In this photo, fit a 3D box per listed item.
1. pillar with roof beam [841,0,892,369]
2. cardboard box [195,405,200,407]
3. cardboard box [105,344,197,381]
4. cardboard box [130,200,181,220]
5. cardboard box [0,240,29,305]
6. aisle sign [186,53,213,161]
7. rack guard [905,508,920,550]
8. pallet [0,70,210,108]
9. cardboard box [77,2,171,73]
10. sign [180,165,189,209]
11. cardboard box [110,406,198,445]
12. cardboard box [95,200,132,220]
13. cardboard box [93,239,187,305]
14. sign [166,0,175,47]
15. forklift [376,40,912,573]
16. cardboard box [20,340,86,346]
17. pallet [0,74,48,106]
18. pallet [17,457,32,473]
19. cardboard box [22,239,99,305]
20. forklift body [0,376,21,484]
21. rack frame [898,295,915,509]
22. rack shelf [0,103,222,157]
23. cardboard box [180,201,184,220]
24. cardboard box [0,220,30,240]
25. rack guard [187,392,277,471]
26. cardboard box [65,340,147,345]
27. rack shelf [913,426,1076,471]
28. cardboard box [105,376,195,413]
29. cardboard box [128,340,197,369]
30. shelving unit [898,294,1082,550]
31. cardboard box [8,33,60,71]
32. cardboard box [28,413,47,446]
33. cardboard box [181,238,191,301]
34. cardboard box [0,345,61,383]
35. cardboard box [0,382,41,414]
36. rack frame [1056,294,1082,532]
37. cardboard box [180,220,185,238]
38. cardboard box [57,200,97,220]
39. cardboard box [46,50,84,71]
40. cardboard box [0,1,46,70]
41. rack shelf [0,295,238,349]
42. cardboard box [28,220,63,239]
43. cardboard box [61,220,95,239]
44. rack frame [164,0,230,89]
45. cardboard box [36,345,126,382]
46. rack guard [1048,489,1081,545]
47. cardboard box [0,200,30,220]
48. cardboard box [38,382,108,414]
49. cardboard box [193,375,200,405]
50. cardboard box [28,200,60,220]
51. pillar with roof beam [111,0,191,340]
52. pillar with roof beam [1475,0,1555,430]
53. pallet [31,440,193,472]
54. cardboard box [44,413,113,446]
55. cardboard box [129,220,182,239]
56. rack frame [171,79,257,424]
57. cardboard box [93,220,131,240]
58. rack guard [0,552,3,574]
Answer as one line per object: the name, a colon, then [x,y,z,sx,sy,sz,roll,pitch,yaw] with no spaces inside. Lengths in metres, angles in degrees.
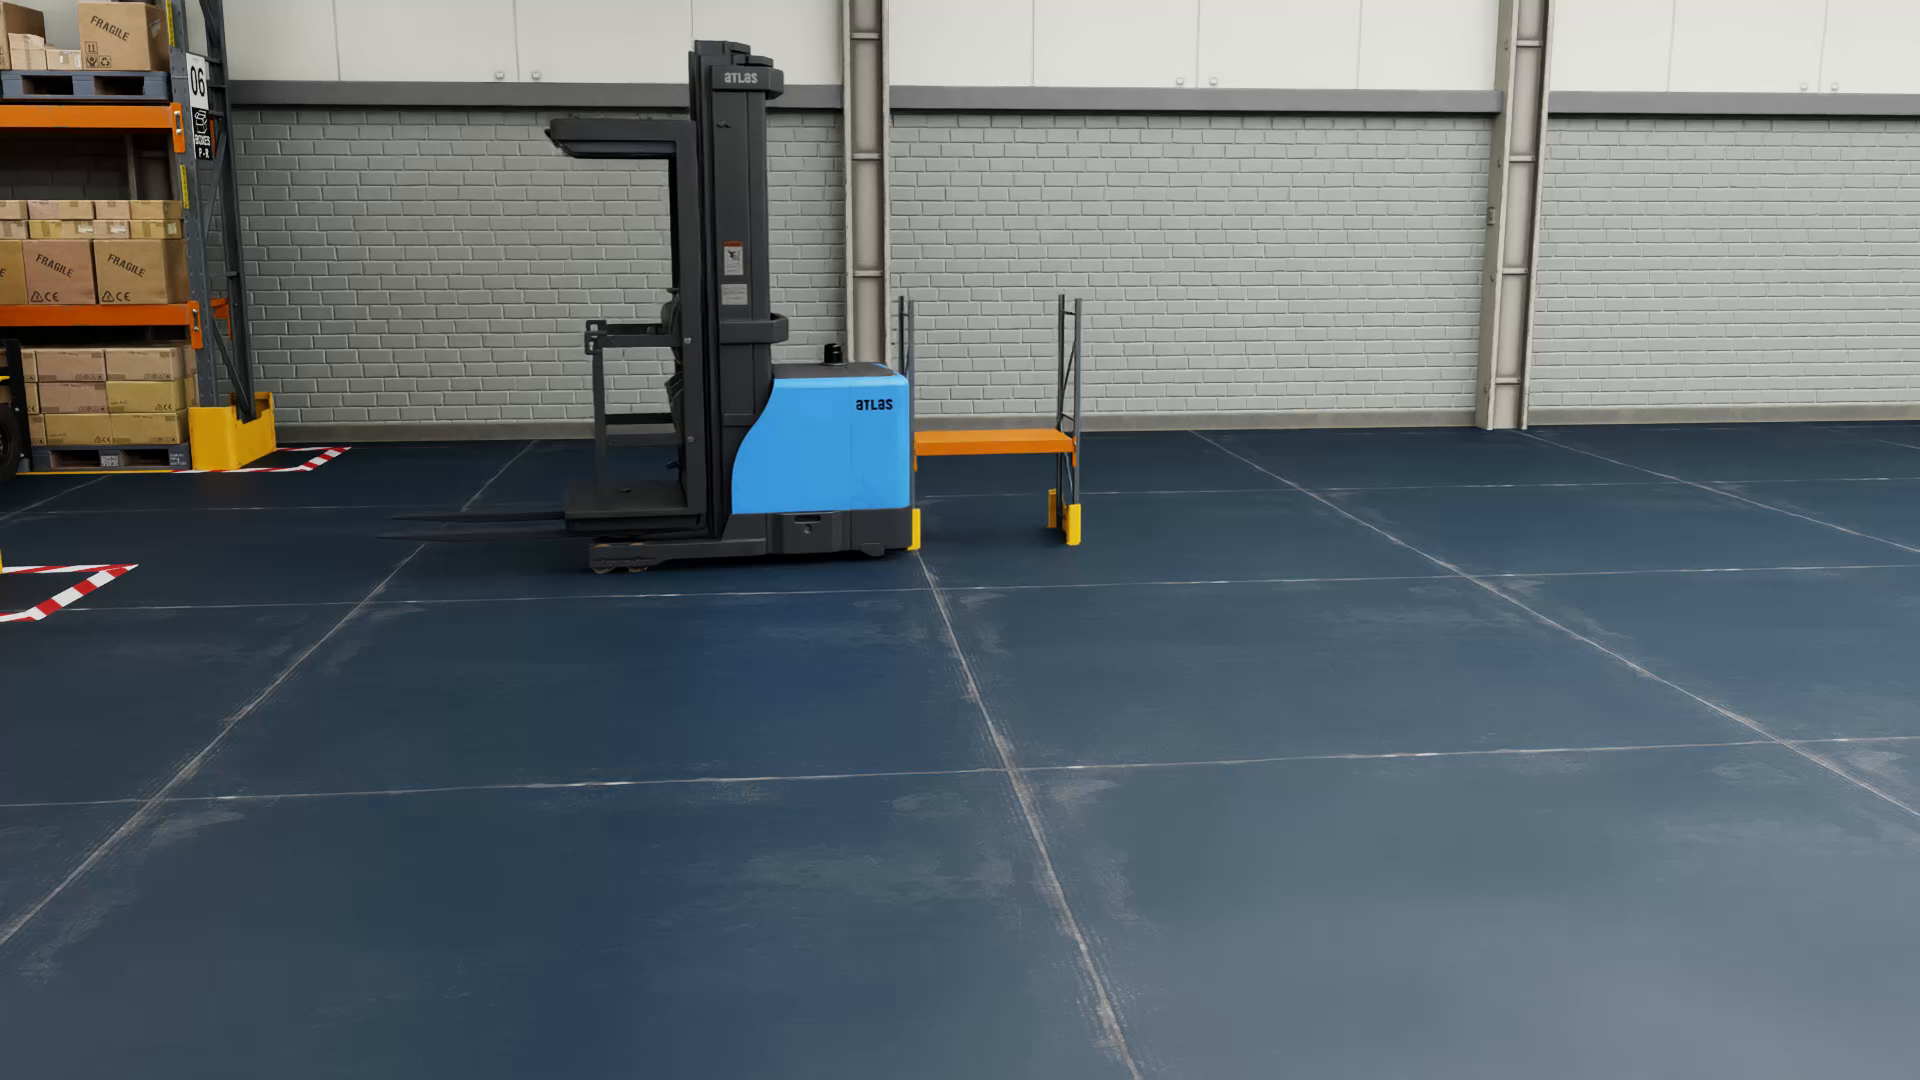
pillar with roof beam: [-0.363,-4.535,10.110,0.400,9.000,9.100,-1,11,-6]
cardboard box: [-6.512,-1.018,13.810,0.500,0.250,0.500,-1,11,-6]
cardboard box: [-6.427,-1.412,13.222,0.500,0.250,0.500,-1,11,-4]
cardboard box: [-6.336,-2.599,13.103,0.250,0.149,0.380,-1,11,-6]
cardboard box: [-7.490,-2.103,13.028,0.500,0.500,0.500,-1,11,-7]
aisle sign: [-5.906,-3.355,12.917,0.004,0.787,0.394,-1,11,-6]
rack guard: [-0.327,-0.118,10.318,0.087,0.250,0.587,-2,11,-9]
pallet: [-6.709,-3.553,13.117,1.213,0.211,1.003,-1,11,-6]
cardboard box: [-6.417,-3.854,12.813,0.500,0.500,0.500,-1,11,-4]
sign: [-5.958,-2.714,12.782,0.005,0.325,0.100,-1,11,-6]
cardboard box: [-6.436,-0.921,13.314,0.500,0.250,0.500,-1,11,-6]
cardboard box: [-6.578,-2.588,13.046,0.250,0.149,0.380,-1,11,-6]
cardboard box: [-6.464,-2.122,13.129,0.500,0.500,0.500,-1,11,-7]
sign: [-5.958,-3.897,12.549,0.005,0.325,0.100,-1,11,-6]
forklift: [-1.853,-1.360,9.687,3.031,2.935,1.130,-2,11,-12]
cardboard box: [-7.496,-1.488,13.610,0.500,0.250,0.500,-1,11,-6]
pallet: [-7.924,-3.527,12.984,1.213,0.211,1.003,-1,11,-6]
pallet: [-7.969,-0.717,13.468,1.213,0.211,1.003,-1,11,-6]
cardboard box: [-6.981,-2.113,13.083,0.500,0.500,0.500,-1,11,-4]
forklift body: [-7.691,-1.328,11.548,1.214,2.155,2.313,-1,11,-6]
rack frame: [-0.328,-0.731,10.197,0.032,1.500,0.500,-2,11,-9]
rack shelf: [-7.991,-3.211,13.015,4.000,0.370,1.077,-1,11,-6]
cardboard box: [-6.360,-2.681,13.519,0.250,0.149,0.380,-1,11,-7]
cardboard box: [-7.341,-2.418,12.951,0.250,0.149,0.380,-2,11,-8]
rack guard: [-5.979,-0.908,13.691,0.348,0.500,1.175,-1,11,-6]
cardboard box: [-6.997,-1.497,13.653,0.500,0.250,0.500,-1,11,-6]
rack shelf: [0.173,-0.570,10.313,1.000,0.185,0.538,-2,11,-9]
cardboard box: [-6.453,-1.166,13.267,0.500,0.250,0.500,-1,11,-7]
cardboard box: [-6.501,-1.508,13.709,0.500,0.250,0.500,-1,11,-7]
shelving unit: [0.164,-0.747,10.277,1.083,1.500,0.587,-2,11,-9]
cardboard box: [-7.046,-3.714,12.710,0.258,0.266,0.396,-1,11,-6]
cardboard box: [-7.430,-0.903,13.226,0.500,0.250,0.500,-1,11,-5]
cardboard box: [-6.525,-2.226,13.656,0.500,0.500,0.500,-1,11,-4]
cardboard box: [-7.435,-1.388,13.099,0.500,0.250,0.500,-1,11,-5]
cardboard box: [-7.464,-1.143,13.149,0.500,0.250,0.500,-1,11,-7]
rack frame: [0.675,-0.763,10.360,0.032,1.500,0.500,-2,11,-9]
cardboard box: [-6.368,-2.544,13.592,0.250,0.149,0.380,-1,11,-8]
cardboard box: [-6.835,-2.578,12.992,0.250,0.149,0.380,-1,11,-5]
cardboard box: [-6.794,-3.662,12.748,0.250,0.149,0.380,-2,11,-8]
cardboard box: [-7.446,-3.852,12.802,0.500,0.500,0.700,-1,11,-6]
rack shelf: [-7.991,-1.739,13.304,4.000,0.370,1.077,-1,11,-6]
cardboard box: [-7.080,-2.433,13.026,0.250,0.149,0.380,-1,11,-6]
cardboard box: [-6.833,-2.436,13.041,0.250,0.149,0.380,-1,11,-5]
rack frame: [-6.003,-5.078,12.868,0.127,3.000,1.000,-1,11,-6]
cardboard box: [-6.934,-1.400,13.162,0.500,0.250,0.500,-1,11,-5]
rack guard: [0.656,-0.149,10.477,0.087,0.250,0.587,-2,11,-9]
cardboard box: [-7.338,-2.560,12.902,0.250,0.149,0.380,-1,11,-5]
cardboard box: [-6.953,-1.158,13.224,0.500,0.250,0.500,-1,11,-7]
cardboard box: [-6.493,-1.266,13.776,0.500,0.250,0.500,-1,11,-5]
cardboard box: [-7.091,-2.587,13.038,0.250,0.149,0.380,-1,11,-6]
pillar with roof beam: [-6.327,-4.410,9.474,0.400,9.000,9.100,-1,11,-6]
pillar with roof beam: [5.602,-4.660,10.746,0.400,9.000,9.100,-1,11,-6]
pallet: [-6.759,-0.742,13.594,1.213,0.211,1.003,-1,11,-6]
cardboard box: [-6.931,-0.912,13.270,0.500,0.250,0.500,-1,11,-6]
cardboard box: [-6.317,-2.440,13.065,0.250,0.149,0.380,-1,11,-5]
rack frame: [-6.003,-2.134,13.447,0.127,3.000,1.000,-1,11,-6]
cardboard box: [-6.568,-2.429,13.009,0.250,0.149,0.380,-1,11,-5]
rack guard: [-5.539,0.046,8.838,0.348,0.500,1.175,-1,11,-6]
